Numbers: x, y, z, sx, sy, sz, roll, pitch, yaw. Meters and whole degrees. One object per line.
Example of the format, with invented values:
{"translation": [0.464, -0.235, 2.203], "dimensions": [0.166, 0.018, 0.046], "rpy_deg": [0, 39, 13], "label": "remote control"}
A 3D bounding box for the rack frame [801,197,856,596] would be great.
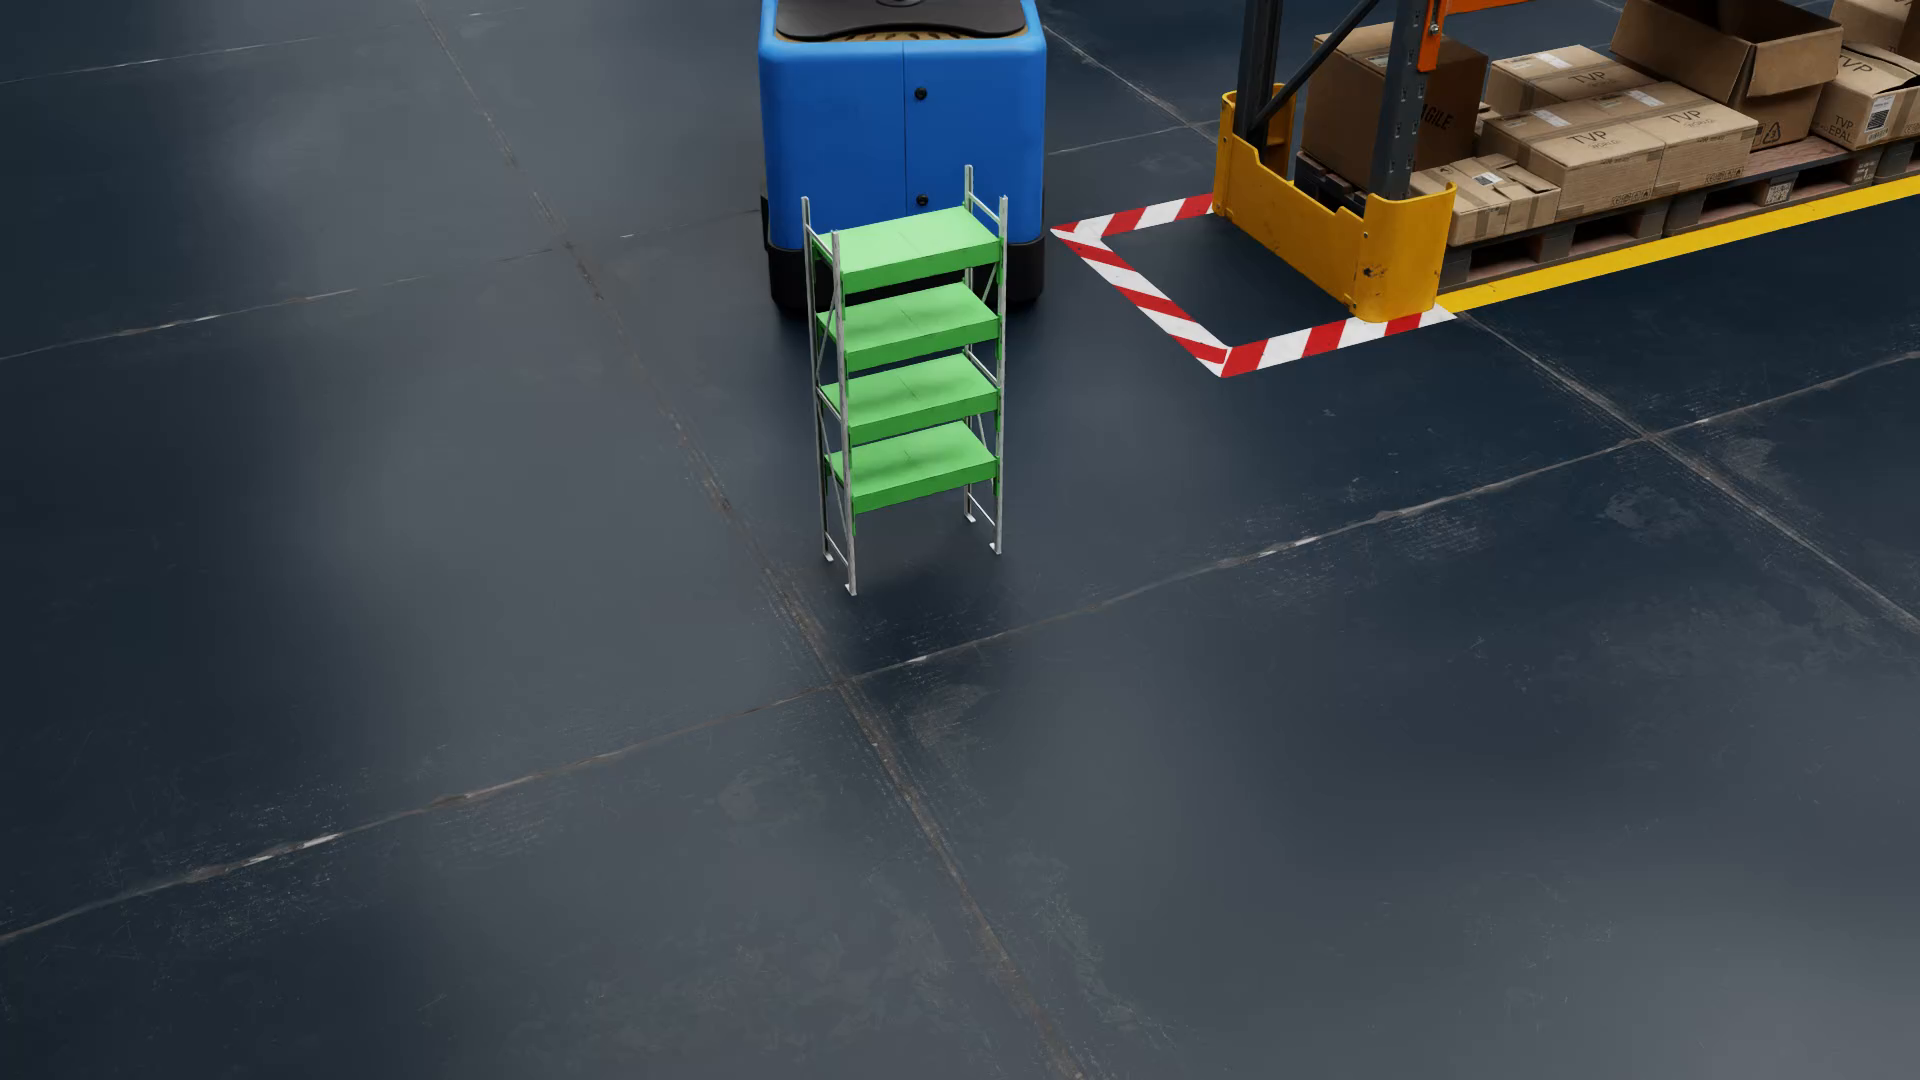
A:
{"translation": [-0.371, -0.378, 4.753], "dimensions": [0.015, 1.200, 0.240], "rpy_deg": [-16, 39, -20], "label": "rack frame"}

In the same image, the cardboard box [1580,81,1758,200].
{"translation": [2.918, -1.671, 6.924], "dimensions": [0.500, 0.250, 0.500], "rpy_deg": [-16, 39, -20], "label": "cardboard box"}

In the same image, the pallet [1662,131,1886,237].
{"translation": [3.292, -1.769, 7.458], "dimensions": [1.213, 0.211, 1.003], "rpy_deg": [-16, 39, -20], "label": "pallet"}

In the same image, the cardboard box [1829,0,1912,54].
{"translation": [4.549, -2.481, 7.965], "dimensions": [0.500, 0.311, 0.500], "rpy_deg": [-16, 39, -20], "label": "cardboard box"}

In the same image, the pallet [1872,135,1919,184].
{"translation": [4.398, -2.080, 7.878], "dimensions": [1.213, 0.211, 1.003], "rpy_deg": [-16, 39, -20], "label": "pallet"}

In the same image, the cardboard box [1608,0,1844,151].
{"translation": [3.322, -2.070, 7.249], "dimensions": [0.637, 0.503, 0.797], "rpy_deg": [-16, 39, -20], "label": "cardboard box"}

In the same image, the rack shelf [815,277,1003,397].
{"translation": [-0.150, -0.581, 4.731], "dimensions": [0.480, 0.148, 0.258], "rpy_deg": [-16, 39, -20], "label": "rack shelf"}

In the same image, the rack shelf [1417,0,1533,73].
{"translation": [3.210, -2.579, 6.813], "dimensions": [4.000, 0.370, 1.077], "rpy_deg": [-16, 39, -20], "label": "rack shelf"}

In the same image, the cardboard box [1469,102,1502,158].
{"translation": [2.192, -1.725, 7.066], "dimensions": [0.250, 0.166, 0.380], "rpy_deg": [-16, 39, -20], "label": "cardboard box"}

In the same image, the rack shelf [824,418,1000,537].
{"translation": [-0.150, -0.196, 5.017], "dimensions": [0.480, 0.148, 0.258], "rpy_deg": [-16, 39, -20], "label": "rack shelf"}

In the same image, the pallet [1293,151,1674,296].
{"translation": [2.190, -1.463, 7.045], "dimensions": [1.213, 0.211, 1.003], "rpy_deg": [-16, 39, -20], "label": "pallet"}

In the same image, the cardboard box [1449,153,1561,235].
{"translation": [2.151, -1.384, 6.607], "dimensions": [0.250, 0.166, 0.380], "rpy_deg": [-16, 39, -20], "label": "cardboard box"}

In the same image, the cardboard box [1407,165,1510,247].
{"translation": [1.925, -1.314, 6.527], "dimensions": [0.250, 0.149, 0.380], "rpy_deg": [-16, 39, -20], "label": "cardboard box"}

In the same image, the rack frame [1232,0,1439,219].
{"translation": [1.400, -2.361, 5.916], "dimensions": [0.127, 3.000, 1.000], "rpy_deg": [-16, 39, -20], "label": "rack frame"}

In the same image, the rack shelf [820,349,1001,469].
{"translation": [-0.150, -0.389, 4.874], "dimensions": [0.480, 0.148, 0.258], "rpy_deg": [-16, 39, -20], "label": "rack shelf"}

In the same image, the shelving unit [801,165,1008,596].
{"translation": [-0.150, -0.440, 4.836], "dimensions": [0.503, 1.200, 0.258], "rpy_deg": [-16, 39, -20], "label": "shelving unit"}

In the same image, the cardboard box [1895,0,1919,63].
{"translation": [4.625, -2.249, 7.494], "dimensions": [0.500, 0.500, 0.500], "rpy_deg": [-16, 39, -20], "label": "cardboard box"}

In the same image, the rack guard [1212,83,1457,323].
{"translation": [1.468, -1.377, 6.686], "dimensions": [0.348, 0.500, 1.175], "rpy_deg": [-16, 39, -20], "label": "rack guard"}

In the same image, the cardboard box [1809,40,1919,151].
{"translation": [3.946, -1.984, 7.294], "dimensions": [0.500, 0.311, 0.500], "rpy_deg": [-16, 39, -20], "label": "cardboard box"}

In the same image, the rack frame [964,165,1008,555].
{"translation": [0.071, -0.502, 4.919], "dimensions": [0.015, 1.200, 0.240], "rpy_deg": [-16, 39, -20], "label": "rack frame"}

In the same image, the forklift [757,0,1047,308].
{"translation": [-0.288, -2.915, 6.719], "dimensions": [1.130, 2.935, 3.031], "rpy_deg": [-2, 37, -3], "label": "forklift"}

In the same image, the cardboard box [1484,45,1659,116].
{"translation": [2.660, -1.928, 7.271], "dimensions": [0.500, 0.250, 0.500], "rpy_deg": [-16, 39, -20], "label": "cardboard box"}

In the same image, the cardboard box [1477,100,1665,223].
{"translation": [2.465, -1.545, 6.754], "dimensions": [0.500, 0.250, 0.500], "rpy_deg": [-16, 39, -20], "label": "cardboard box"}

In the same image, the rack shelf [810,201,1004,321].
{"translation": [-0.150, -0.774, 4.588], "dimensions": [0.480, 0.148, 0.258], "rpy_deg": [-16, 39, -20], "label": "rack shelf"}

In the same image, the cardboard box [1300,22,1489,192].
{"translation": [1.787, -1.805, 6.894], "dimensions": [0.500, 0.500, 0.500], "rpy_deg": [-16, 39, -20], "label": "cardboard box"}
